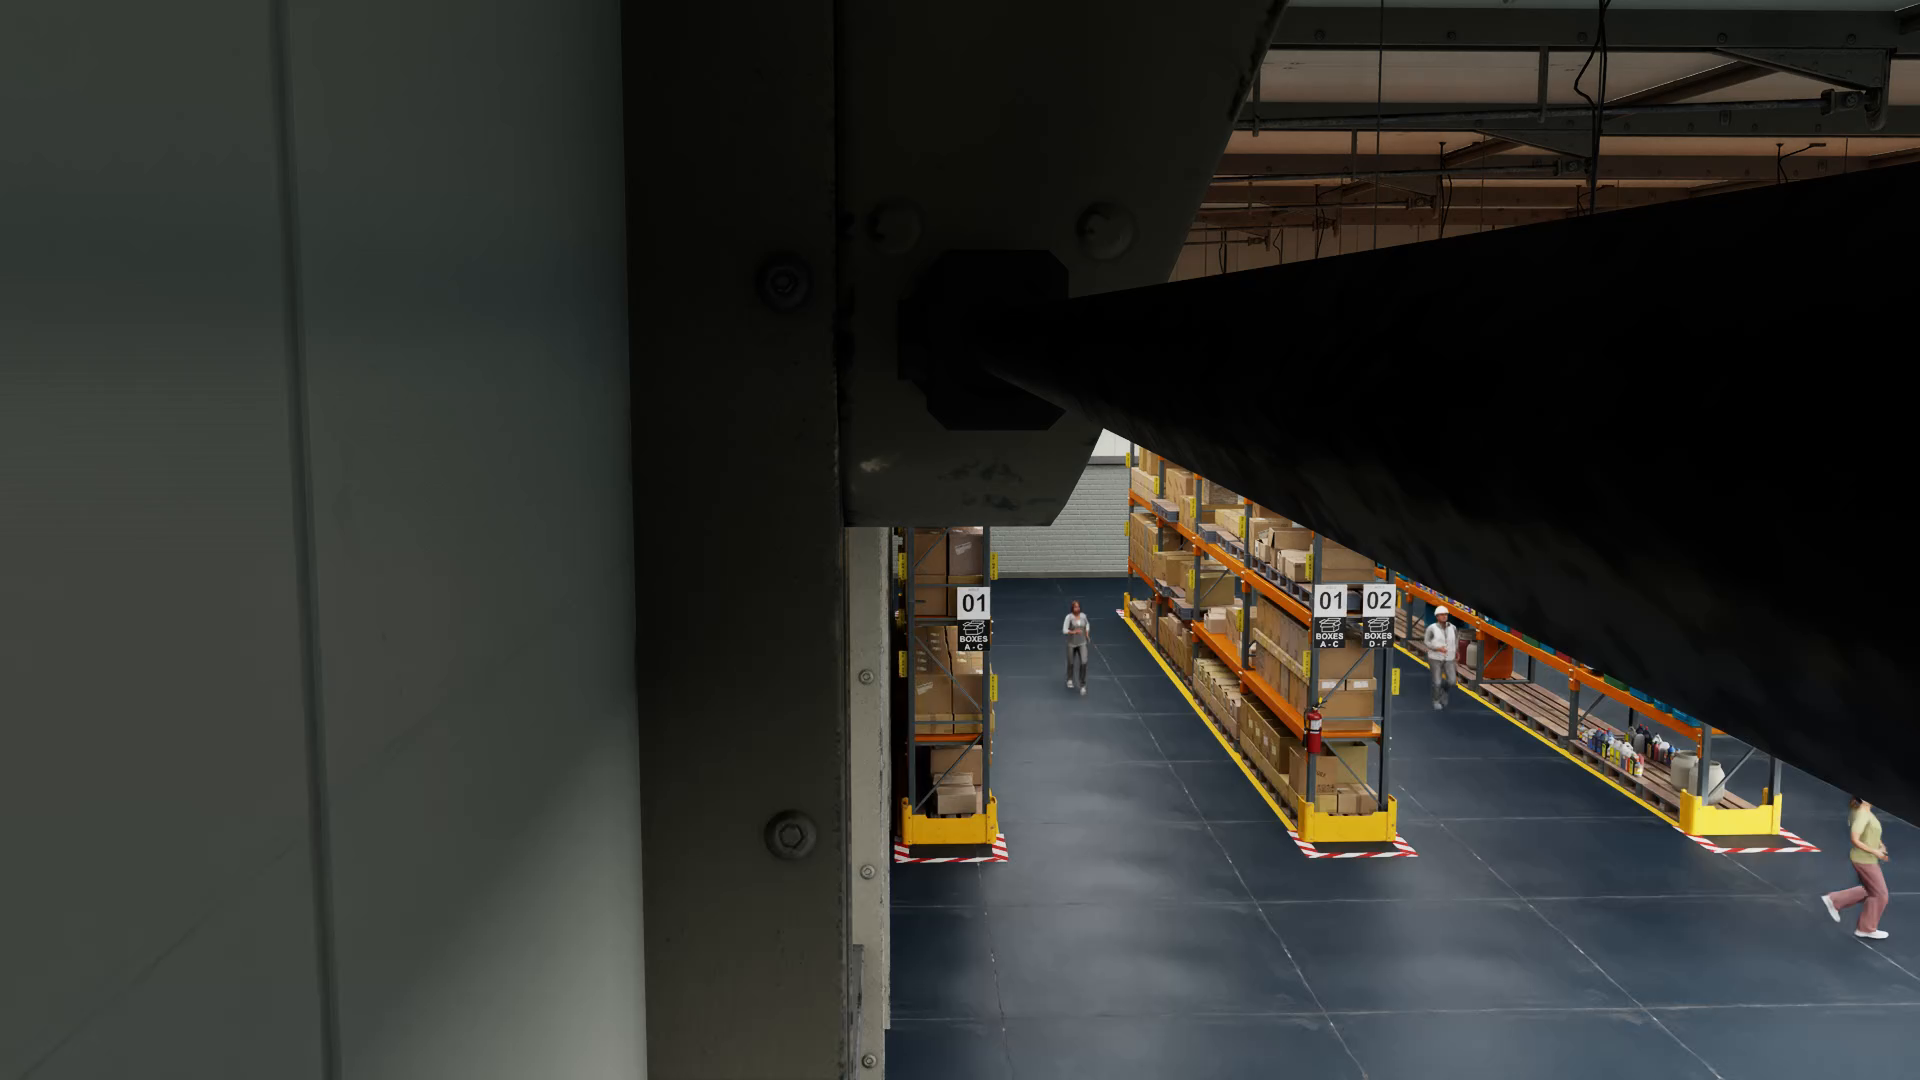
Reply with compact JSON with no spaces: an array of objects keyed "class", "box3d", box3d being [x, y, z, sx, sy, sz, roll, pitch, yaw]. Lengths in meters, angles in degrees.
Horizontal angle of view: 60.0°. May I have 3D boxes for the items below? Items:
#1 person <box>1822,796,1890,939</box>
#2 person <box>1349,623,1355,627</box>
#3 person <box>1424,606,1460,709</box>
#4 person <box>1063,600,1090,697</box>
[{"class":"person","box3d":[9.342,3.322,17.274,0.625,1.620,0.568,3,8,24]},{"class":"person","box3d":[6.773,1.743,29.613,0.605,1.615,0.525,-1,7,-8]},{"class":"person","box3d":[7.978,1.957,27.441,0.645,1.732,0.592,0,7,-3]},{"class":"person","box3d":[2.018,1.854,28.791,0.510,1.646,0.724,-1,7,-8]}]
